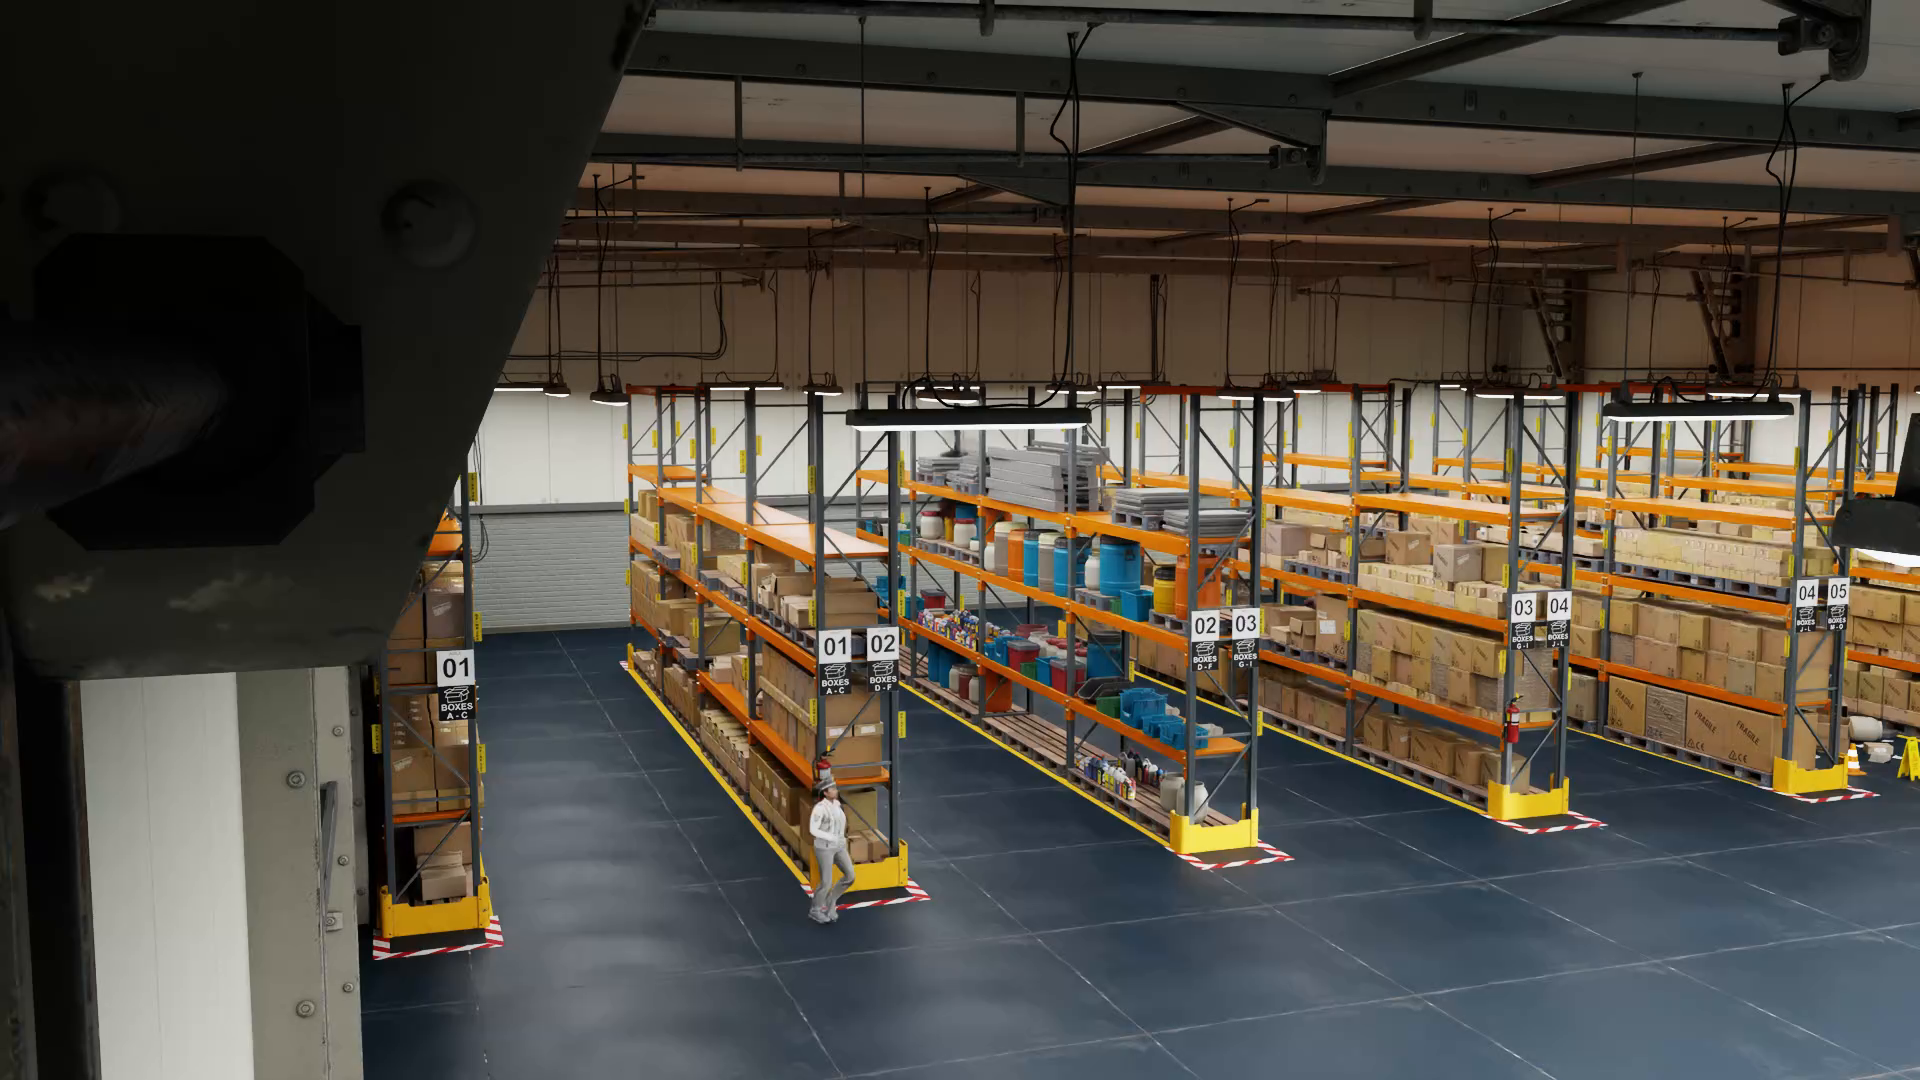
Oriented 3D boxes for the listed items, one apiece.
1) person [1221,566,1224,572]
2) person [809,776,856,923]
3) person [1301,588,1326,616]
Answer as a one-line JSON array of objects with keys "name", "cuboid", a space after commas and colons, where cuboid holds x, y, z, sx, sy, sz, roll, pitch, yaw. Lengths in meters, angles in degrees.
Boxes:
[{"name": "person", "cuboid": [6.043, 1.390, 39.203, 0.690, 1.775, 0.936, 1, 6, 10]}, {"name": "person", "cuboid": [-1.450, 3.535, 19.031, 0.517, 1.673, 0.634, 4, 7, 34]}, {"name": "person", "cuboid": [7.547, 1.843, 34.838, 0.680, 1.836, 0.898, -2, 6, -17]}]
